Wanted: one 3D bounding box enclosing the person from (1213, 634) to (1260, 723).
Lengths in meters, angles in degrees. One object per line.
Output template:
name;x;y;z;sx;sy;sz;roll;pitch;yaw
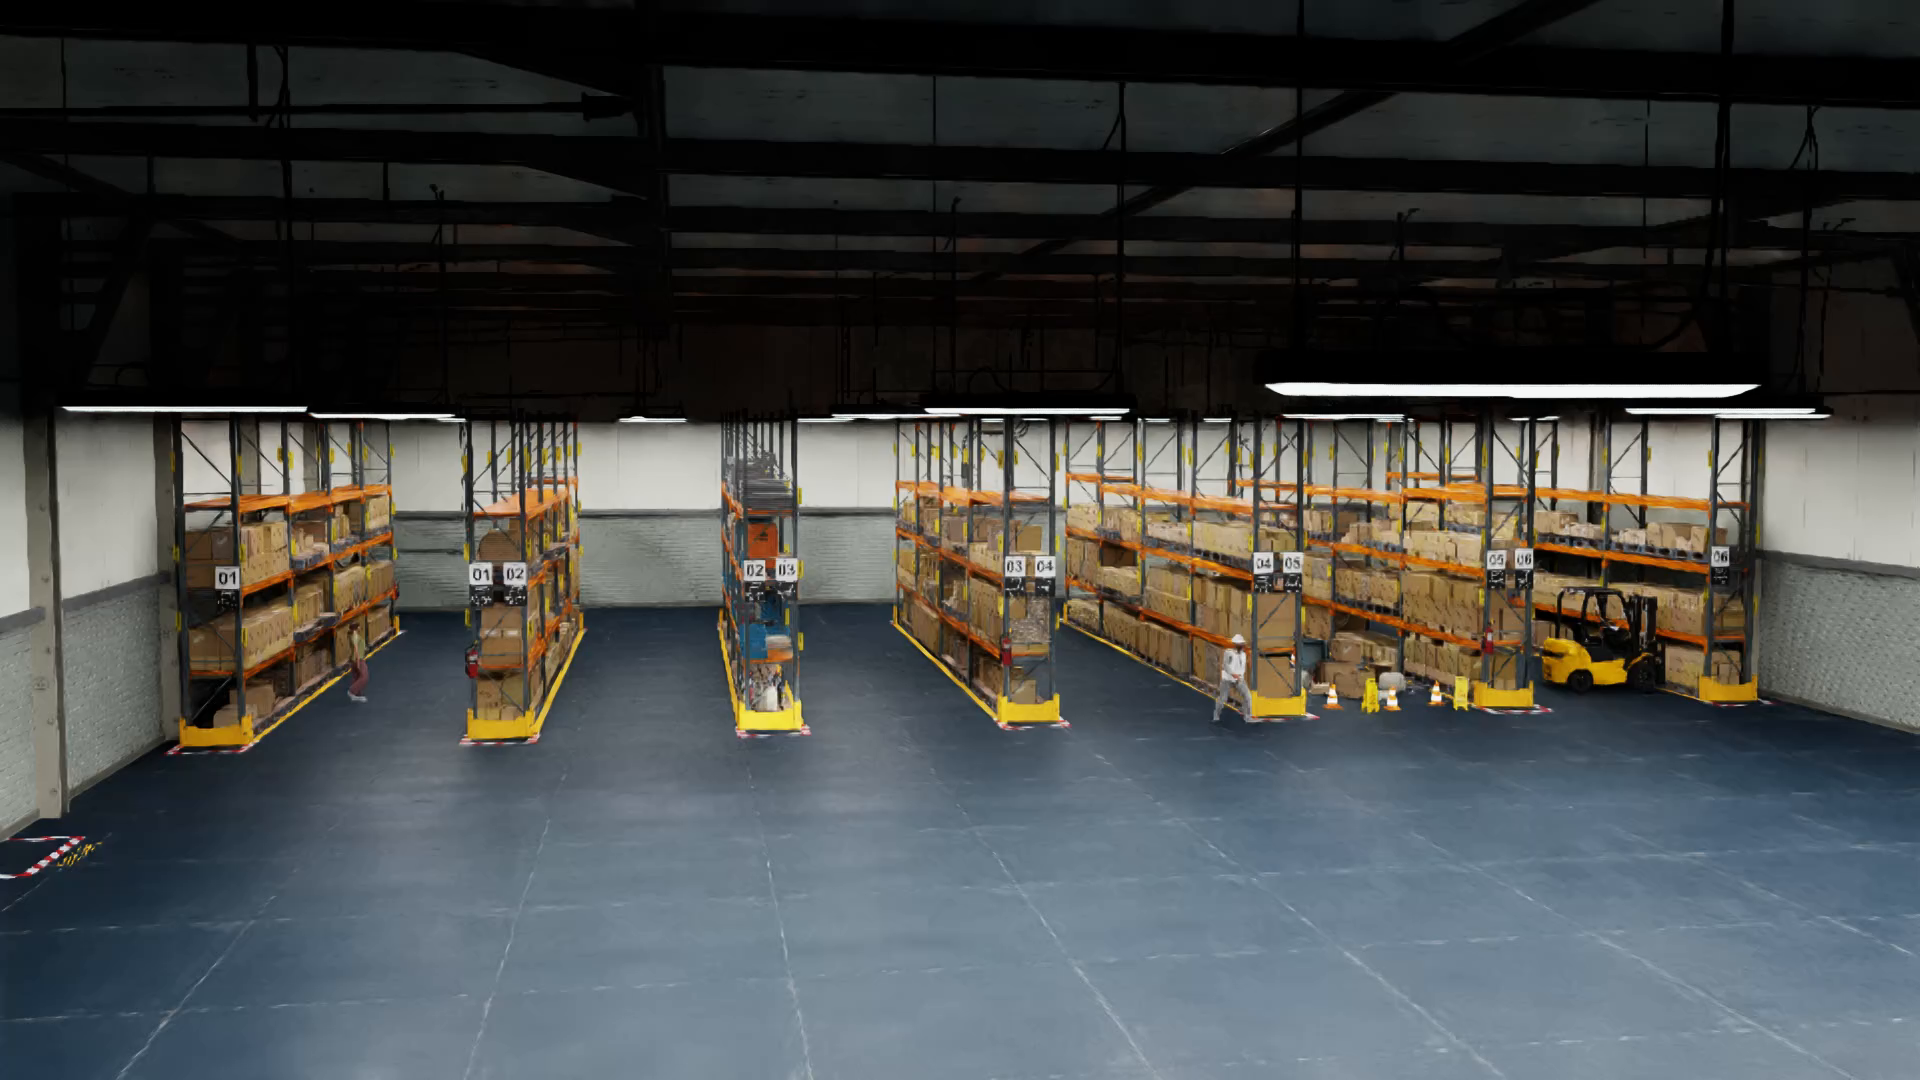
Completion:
person;5.244;2.640;31.825;0.688;1.710;0.825;-2;4;-27

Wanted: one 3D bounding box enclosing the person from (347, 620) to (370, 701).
person;-12.459;2.495;34.305;0.435;1.671;0.492;-3;5;-36

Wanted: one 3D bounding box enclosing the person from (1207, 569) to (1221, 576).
person;7.973;1.265;51.900;0.453;1.659;0.623;-4;5;-43
